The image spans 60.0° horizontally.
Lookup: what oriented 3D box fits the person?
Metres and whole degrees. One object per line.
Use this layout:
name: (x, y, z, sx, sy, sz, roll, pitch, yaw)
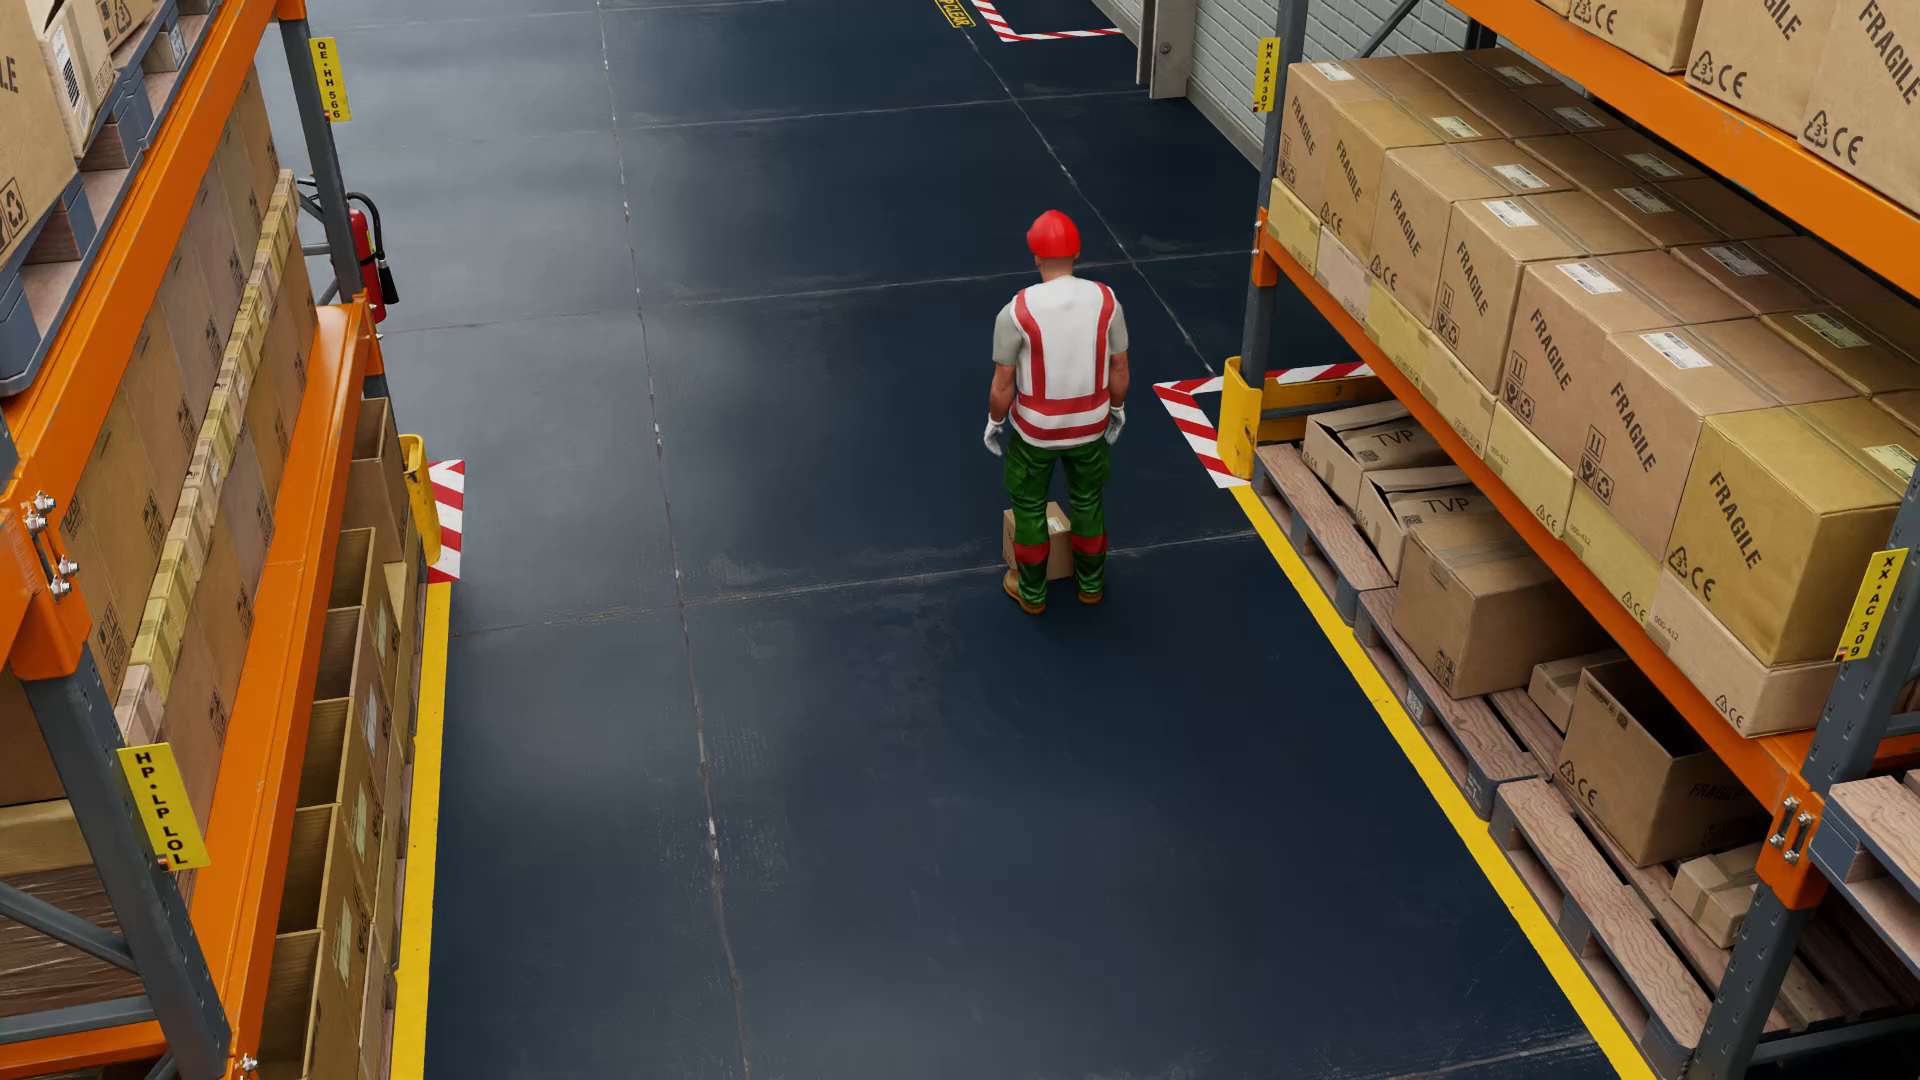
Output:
person: (0.400, -0.493, 6.858, 0.608, 1.780, 0.448, -7, 35, -10)
